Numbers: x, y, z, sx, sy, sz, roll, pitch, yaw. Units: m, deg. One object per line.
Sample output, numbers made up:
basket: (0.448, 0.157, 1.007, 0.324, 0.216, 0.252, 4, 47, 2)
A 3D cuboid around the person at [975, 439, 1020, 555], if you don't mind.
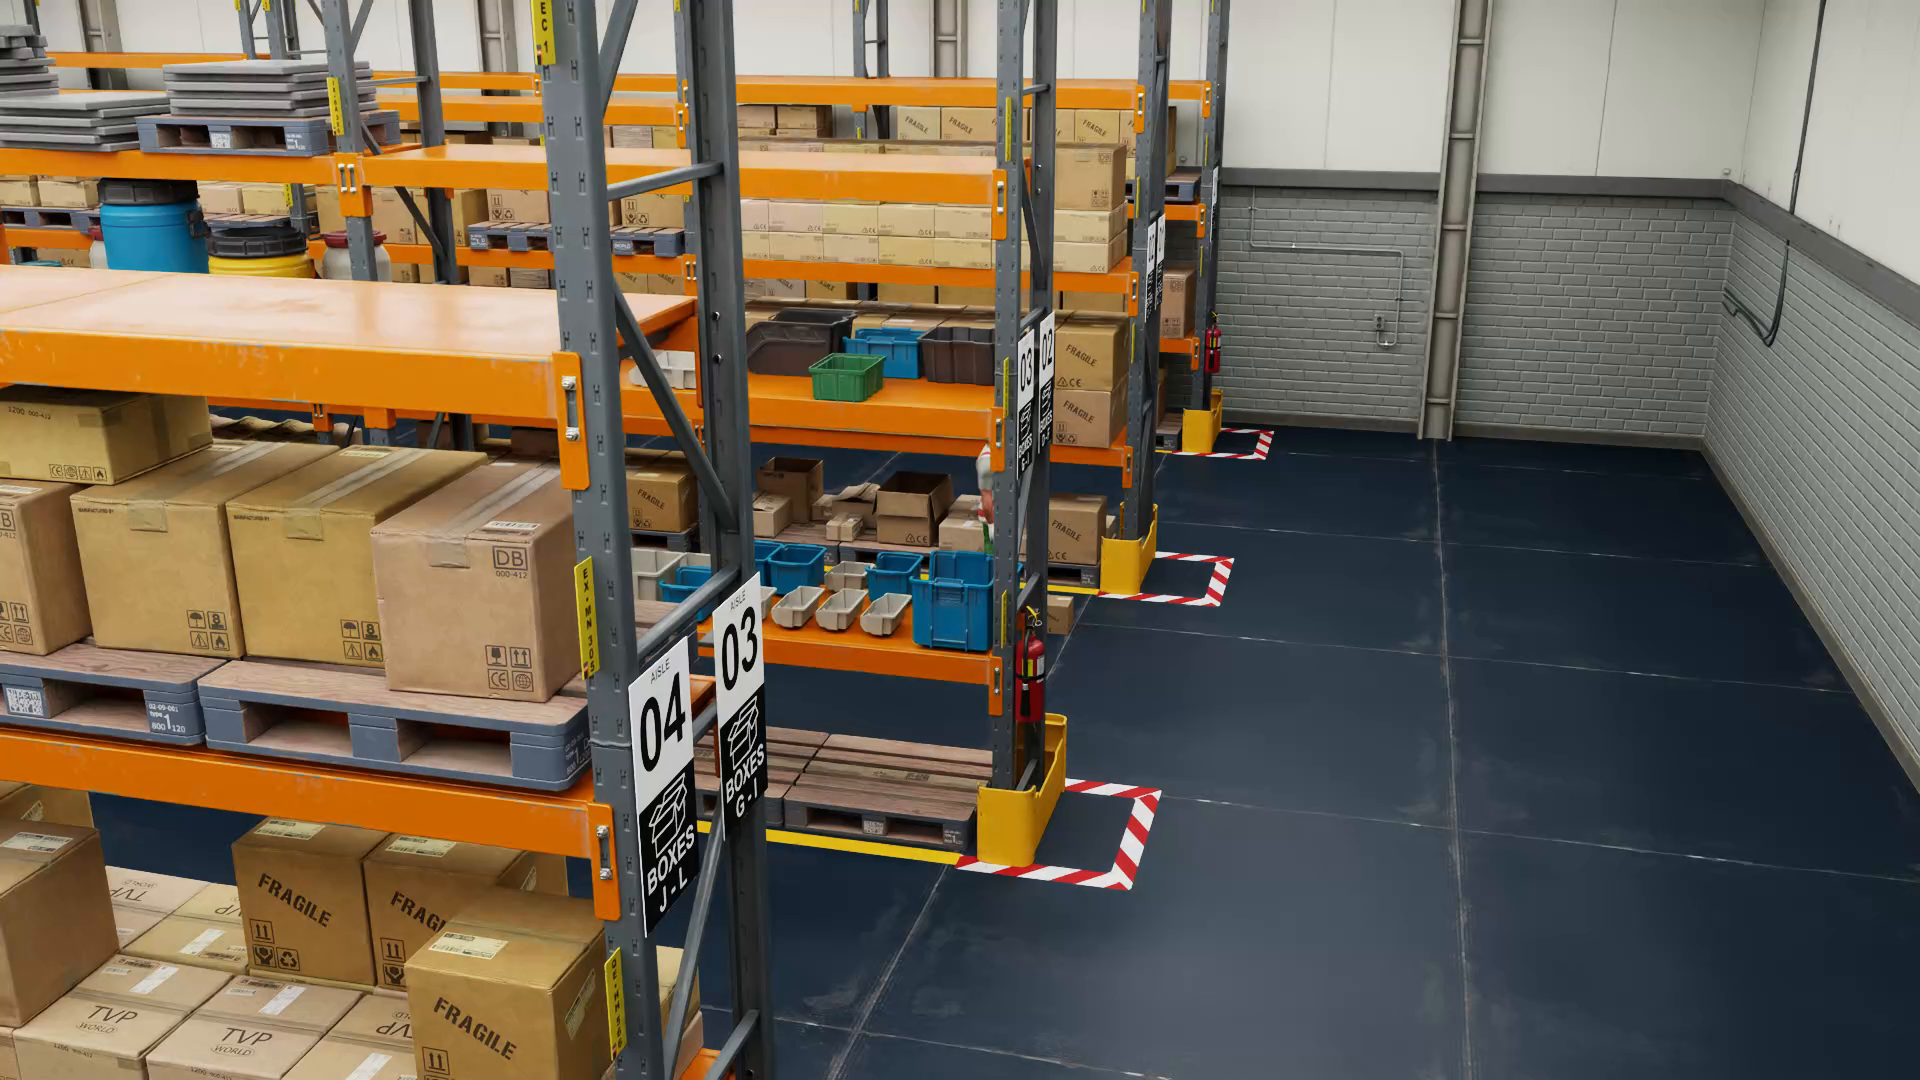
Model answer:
person: (0.339, -0.159, 13.685, 0.374, 1.793, 0.522, 5, 19, 14)
